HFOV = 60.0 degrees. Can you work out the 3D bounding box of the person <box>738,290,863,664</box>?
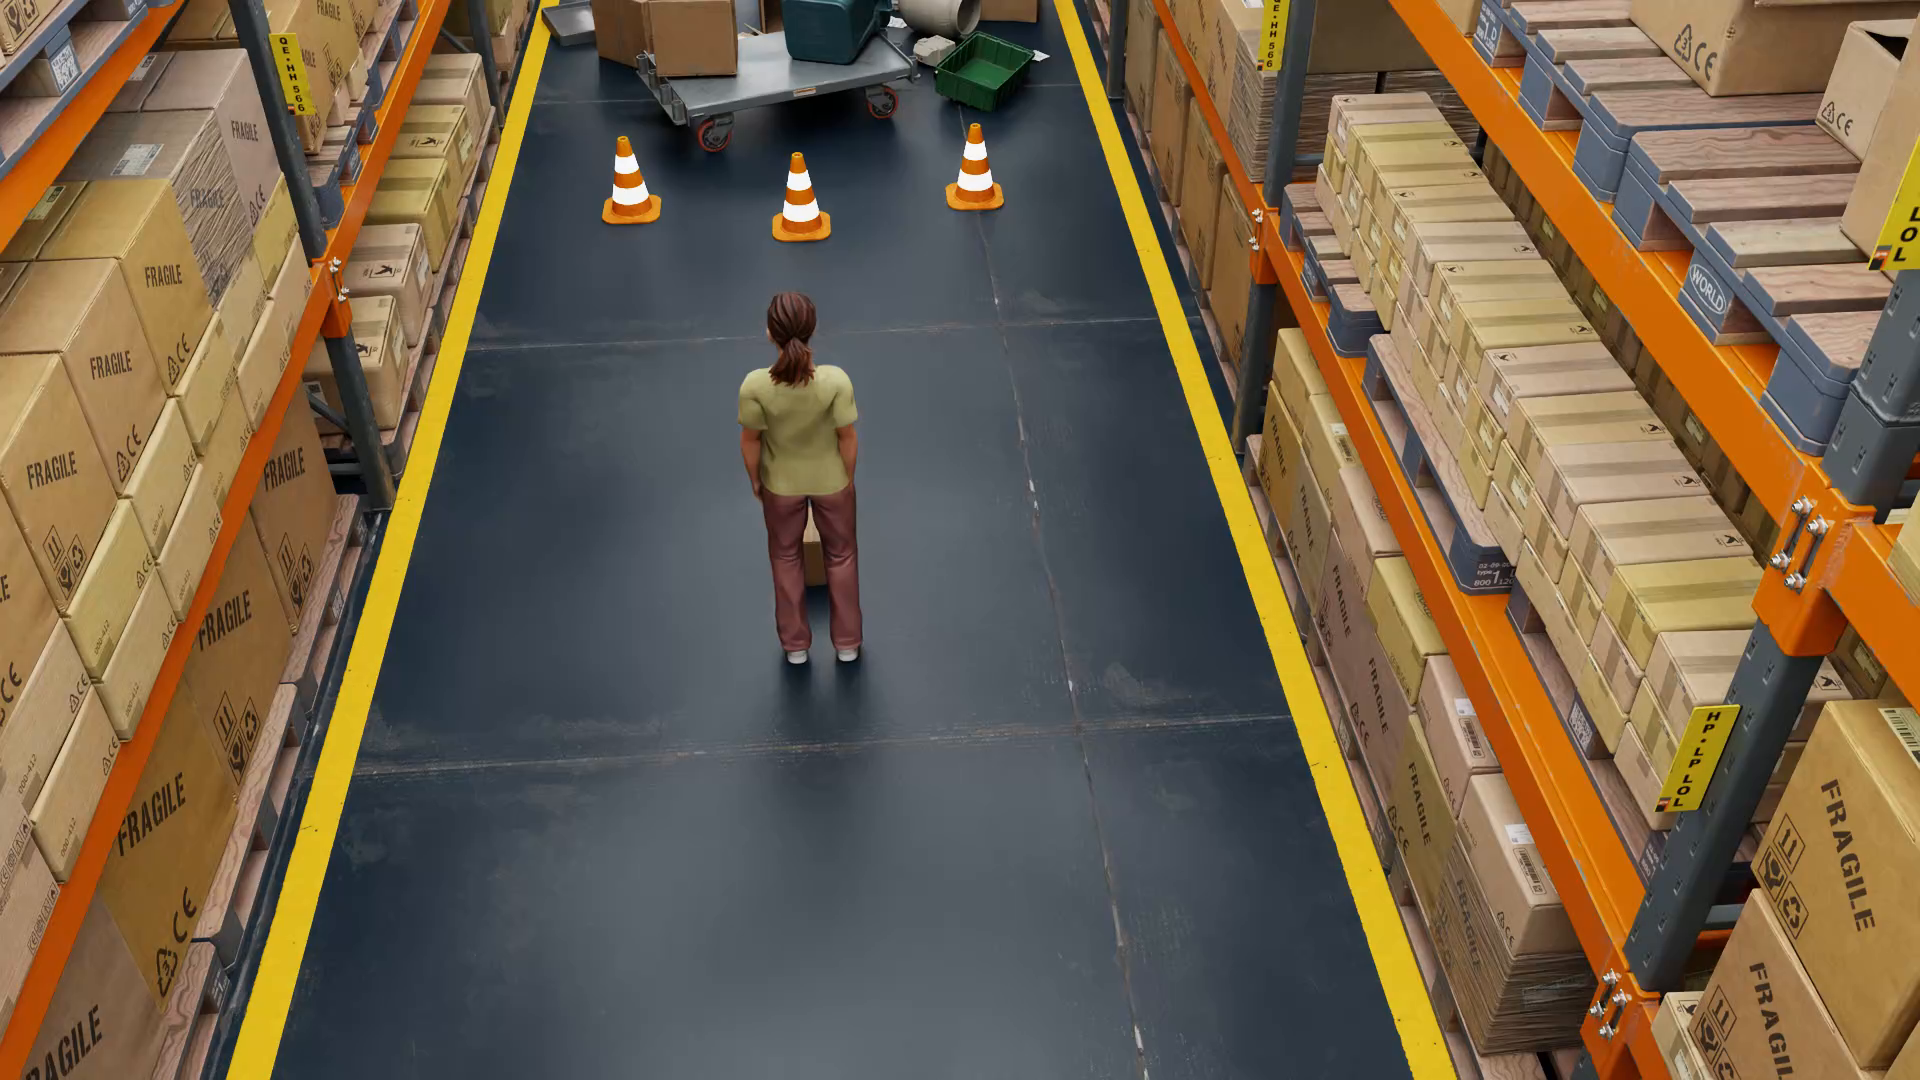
[{"bbox_3d":[-0.604,-0.208,6.418,0.446,1.671,0.360,-2,39,-3],"label":"person"}]
